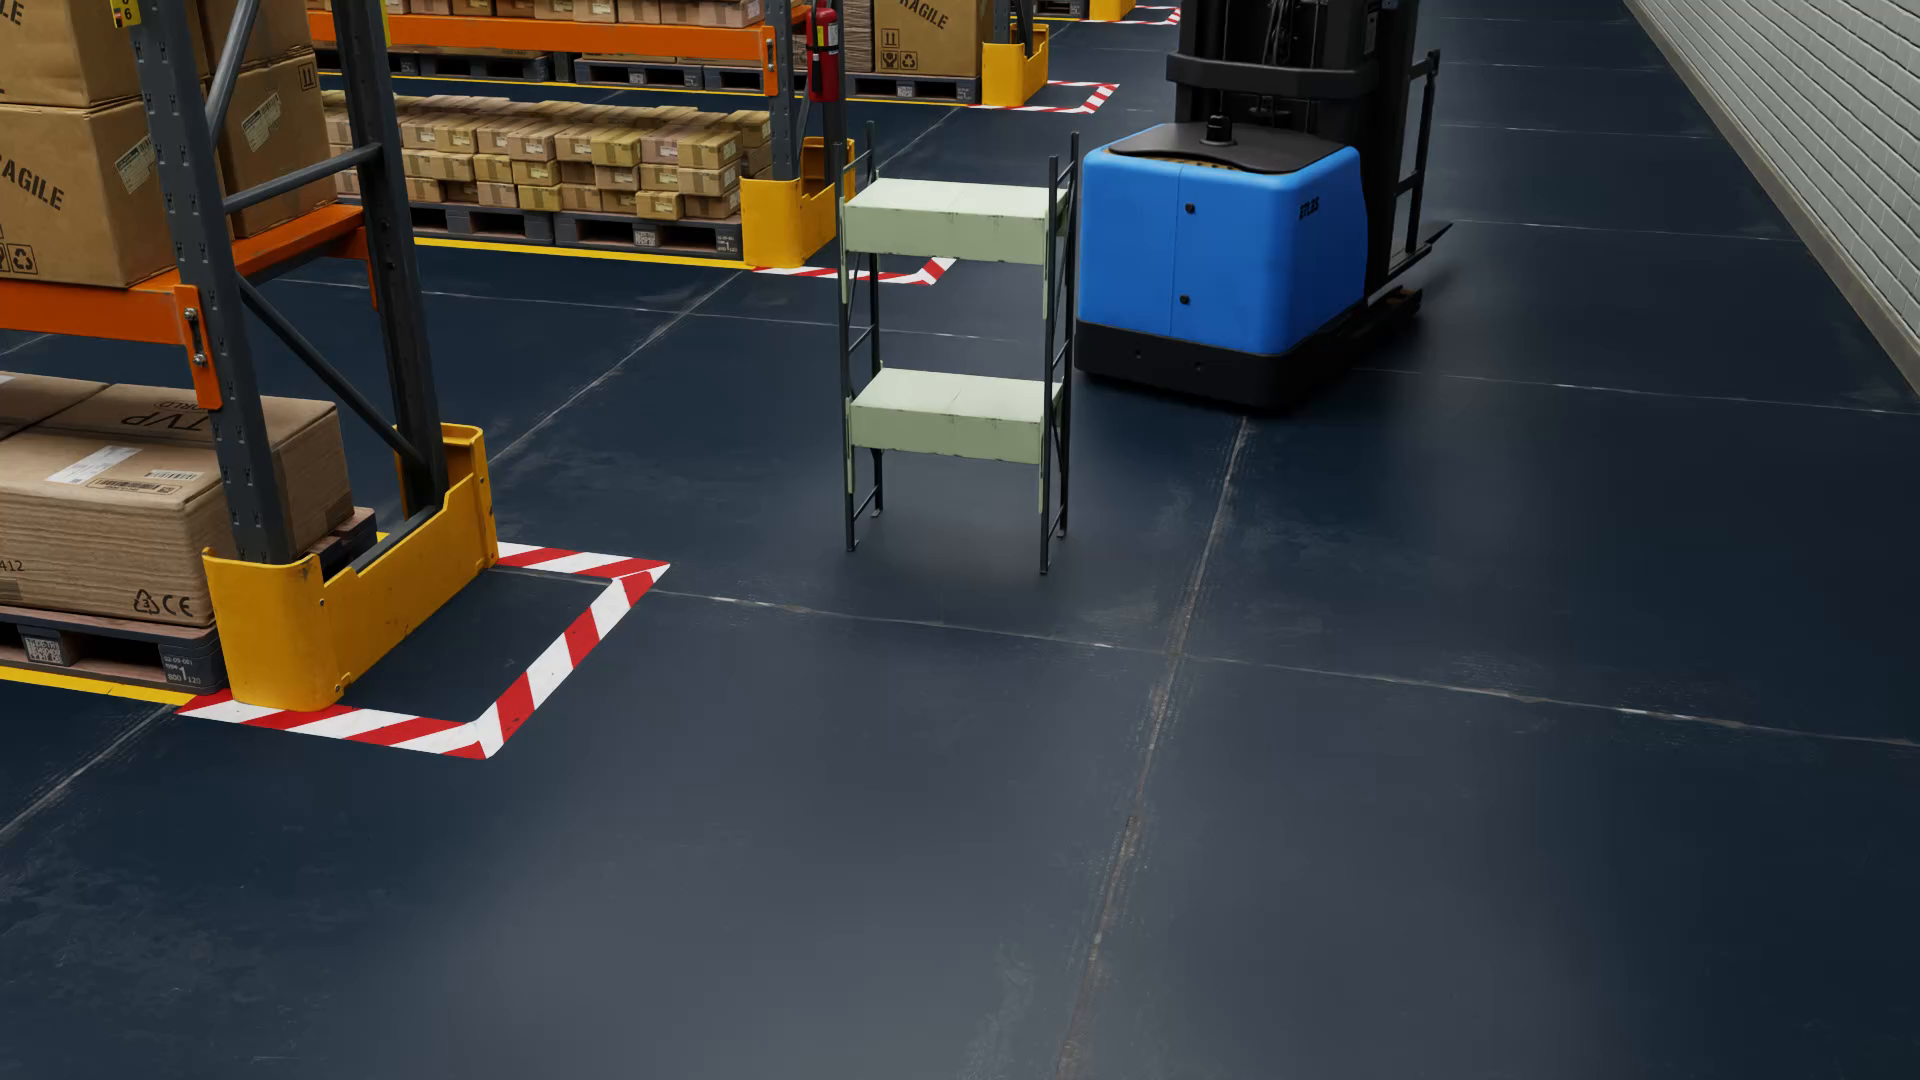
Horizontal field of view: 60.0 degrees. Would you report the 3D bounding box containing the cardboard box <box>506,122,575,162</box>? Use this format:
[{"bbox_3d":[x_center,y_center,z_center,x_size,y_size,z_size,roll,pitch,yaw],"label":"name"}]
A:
[{"bbox_3d":[-2.473,-2.359,9.851,0.250,0.149,0.380,7,26,15],"label":"cardboard box"}]

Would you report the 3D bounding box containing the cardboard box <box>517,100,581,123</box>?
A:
[{"bbox_3d":[-2.579,-2.653,10.468,0.250,0.149,0.380,7,26,14],"label":"cardboard box"}]

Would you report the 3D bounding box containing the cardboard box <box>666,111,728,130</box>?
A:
[{"bbox_3d":[-1.597,-2.499,10.146,0.250,0.149,0.380,7,26,14],"label":"cardboard box"}]

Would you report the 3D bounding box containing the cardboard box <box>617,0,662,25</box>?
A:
[{"bbox_3d":[-1.741,-3.018,9.392,0.250,0.149,0.380,6,26,12],"label":"cardboard box"}]

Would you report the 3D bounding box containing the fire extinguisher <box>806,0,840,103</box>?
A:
[{"bbox_3d":[-0.748,-2.729,9.016,0.183,0.674,0.296,6,26,13],"label":"fire extinguisher"}]

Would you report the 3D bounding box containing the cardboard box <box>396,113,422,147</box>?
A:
[{"bbox_3d":[-3.475,-2.487,10.120,0.250,0.149,0.380,7,26,14],"label":"cardboard box"}]

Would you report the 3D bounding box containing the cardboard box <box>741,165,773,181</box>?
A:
[{"bbox_3d":[-1.304,-2.243,10.300,0.250,0.149,0.380,7,26,14],"label":"cardboard box"}]

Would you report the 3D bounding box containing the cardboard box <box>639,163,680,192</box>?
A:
[{"bbox_3d":[-1.699,-2.176,9.813,0.250,0.149,0.380,6,26,12],"label":"cardboard box"}]

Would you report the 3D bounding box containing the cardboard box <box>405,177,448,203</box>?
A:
[{"bbox_3d":[-3.211,-2.187,10.183,0.250,0.149,0.380,6,26,12],"label":"cardboard box"}]

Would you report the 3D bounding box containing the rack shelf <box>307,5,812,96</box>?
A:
[{"bbox_3d":[-2.814,-3.041,9.984,4.000,0.370,1.077,6,26,13],"label":"rack shelf"}]

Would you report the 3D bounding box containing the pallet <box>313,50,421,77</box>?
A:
[{"bbox_3d":[-5.369,-4.556,15.573,1.213,0.211,1.003,6,26,13],"label":"pallet"}]

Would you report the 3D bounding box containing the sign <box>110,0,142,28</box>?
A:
[{"bbox_3d":[-2.160,-1.485,4.257,0.005,0.325,0.100,6,26,13],"label":"sign"}]

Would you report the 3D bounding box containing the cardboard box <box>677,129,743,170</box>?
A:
[{"bbox_3d":[-1.453,-2.274,9.672,0.250,0.149,0.380,7,26,14],"label":"cardboard box"}]

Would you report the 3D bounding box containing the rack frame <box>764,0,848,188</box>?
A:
[{"bbox_3d":[-0.877,-3.151,9.380,0.127,3.000,1.000,6,26,13],"label":"rack frame"}]

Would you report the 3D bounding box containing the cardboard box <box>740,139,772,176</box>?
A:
[{"bbox_3d":[-1.320,-2.351,10.181,0.250,0.149,0.380,7,26,15],"label":"cardboard box"}]

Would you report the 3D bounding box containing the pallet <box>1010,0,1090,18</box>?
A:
[{"bbox_3d":[0.901,-6.113,18.844,1.213,0.211,1.003,6,26,13],"label":"pallet"}]

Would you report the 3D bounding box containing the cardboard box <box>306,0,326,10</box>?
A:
[{"bbox_3d":[-3.756,-3.265,9.910,0.250,0.149,0.380,5,26,11],"label":"cardboard box"}]

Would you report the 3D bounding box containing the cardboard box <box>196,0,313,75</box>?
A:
[{"bbox_3d":[-2.406,-1.746,5.149,0.500,0.500,0.500,6,26,12],"label":"cardboard box"}]

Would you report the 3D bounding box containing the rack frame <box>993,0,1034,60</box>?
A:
[{"bbox_3d":[0.456,-5.205,13.694,0.127,3.000,1.000,6,26,13],"label":"rack frame"}]

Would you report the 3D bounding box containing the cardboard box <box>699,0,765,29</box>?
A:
[{"bbox_3d":[-1.263,-2.955,9.260,0.250,0.149,0.380,6,26,13],"label":"cardboard box"}]

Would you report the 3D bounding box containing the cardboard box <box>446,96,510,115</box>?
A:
[{"bbox_3d":[-3.060,-2.712,10.593,0.250,0.149,0.380,5,26,11],"label":"cardboard box"}]

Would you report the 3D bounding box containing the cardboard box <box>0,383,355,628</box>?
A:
[{"bbox_3d":[-2.676,-0.142,5.550,0.875,0.438,0.875,5,26,11],"label":"cardboard box"}]

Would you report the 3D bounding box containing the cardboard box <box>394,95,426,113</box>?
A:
[{"bbox_3d":[-3.609,-2.726,10.623,0.250,0.149,0.380,7,26,15],"label":"cardboard box"}]

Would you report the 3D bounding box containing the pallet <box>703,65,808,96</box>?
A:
[{"bbox_3d":[-1.515,-4.131,14.681,1.213,0.211,1.003,6,26,13],"label":"pallet"}]

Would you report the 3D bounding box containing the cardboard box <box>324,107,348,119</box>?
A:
[{"bbox_3d":[-3.959,-2.567,10.288,0.250,0.149,0.380,6,26,12],"label":"cardboard box"}]

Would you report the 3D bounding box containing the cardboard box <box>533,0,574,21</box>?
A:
[{"bbox_3d":[-2.242,-3.076,9.514,0.250,0.149,0.380,5,26,11],"label":"cardboard box"}]

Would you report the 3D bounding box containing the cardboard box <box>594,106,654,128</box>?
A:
[{"bbox_3d":[-2.069,-2.572,10.298,0.250,0.149,0.380,5,26,10],"label":"cardboard box"}]

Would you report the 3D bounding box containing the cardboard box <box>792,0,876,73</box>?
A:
[{"bbox_3d":[-1.065,-4.568,14.339,0.875,0.875,0.875,6,26,13],"label":"cardboard box"}]

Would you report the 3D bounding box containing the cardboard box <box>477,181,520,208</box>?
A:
[{"bbox_3d":[-2.712,-2.133,10.068,0.250,0.149,0.380,7,26,14],"label":"cardboard box"}]

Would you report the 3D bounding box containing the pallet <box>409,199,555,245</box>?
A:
[{"bbox_3d":[-2.906,-2.134,10.486,1.213,0.211,1.003,6,26,13],"label":"pallet"}]

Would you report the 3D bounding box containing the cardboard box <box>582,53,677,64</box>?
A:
[{"bbox_3d":[-2.798,-4.760,14.742,0.875,0.875,0.875,6,26,13],"label":"cardboard box"}]

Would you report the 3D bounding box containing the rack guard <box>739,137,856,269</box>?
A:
[{"bbox_3d":[-0.950,-2.031,9.934,0.348,0.500,1.175,6,26,13],"label":"rack guard"}]

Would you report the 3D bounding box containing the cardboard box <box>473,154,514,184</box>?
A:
[{"bbox_3d":[-2.711,-2.266,10.002,0.250,0.149,0.380,8,27,16],"label":"cardboard box"}]

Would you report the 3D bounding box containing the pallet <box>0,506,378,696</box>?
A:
[{"bbox_3d":[-2.806,0.126,5.739,1.213,0.211,1.003,6,26,13],"label":"pallet"}]

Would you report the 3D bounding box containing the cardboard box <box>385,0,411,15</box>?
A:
[{"bbox_3d":[-3.270,-3.179,9.730,0.250,0.149,0.380,7,26,15],"label":"cardboard box"}]

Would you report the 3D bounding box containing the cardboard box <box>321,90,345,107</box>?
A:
[{"bbox_3d":[-4.084,-2.810,10.799,0.250,0.149,0.380,7,26,14],"label":"cardboard box"}]

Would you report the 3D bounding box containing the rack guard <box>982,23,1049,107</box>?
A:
[{"bbox_3d":[0.480,-4.074,14.226,0.348,0.500,1.175,6,26,13],"label":"rack guard"}]

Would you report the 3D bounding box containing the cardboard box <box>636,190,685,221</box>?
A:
[{"bbox_3d":[-1.713,-2.009,9.808,0.250,0.149,0.380,7,26,15],"label":"cardboard box"}]

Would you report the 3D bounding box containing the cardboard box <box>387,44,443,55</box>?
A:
[{"bbox_3d":[-4.908,-5.019,15.287,0.875,0.875,1.225,5,26,11],"label":"cardboard box"}]

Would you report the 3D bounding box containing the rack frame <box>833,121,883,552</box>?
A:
[{"bbox_3d":[-0.361,-0.717,6.011,0.023,1.500,0.400,6,26,13],"label":"rack frame"}]

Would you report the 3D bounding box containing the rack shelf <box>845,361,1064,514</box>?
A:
[{"bbox_3d":[-0.006,-0.384,6.069,0.720,0.370,0.431,6,26,13],"label":"rack shelf"}]

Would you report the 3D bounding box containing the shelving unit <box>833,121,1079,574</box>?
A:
[{"bbox_3d":[-0.006,-0.678,5.929,0.755,1.500,0.431,6,26,13],"label":"shelving unit"}]

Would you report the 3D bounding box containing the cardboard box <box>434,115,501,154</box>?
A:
[{"bbox_3d":[-2.962,-2.450,10.042,0.250,0.149,0.380,6,26,13],"label":"cardboard box"}]

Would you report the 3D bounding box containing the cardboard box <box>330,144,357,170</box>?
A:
[{"bbox_3d":[-3.706,-2.413,10.312,0.250,0.149,0.380,5,26,10],"label":"cardboard box"}]

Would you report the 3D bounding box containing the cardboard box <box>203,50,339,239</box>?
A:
[{"bbox_3d":[-2.405,-1.296,5.366,0.500,0.500,0.500,6,26,13],"label":"cardboard box"}]

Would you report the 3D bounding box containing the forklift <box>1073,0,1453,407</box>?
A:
[{"bbox_3d":[1.747,-2.492,8.075,1.130,2.935,3.031,15,29,29],"label":"forklift"}]

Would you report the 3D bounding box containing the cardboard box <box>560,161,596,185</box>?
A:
[{"bbox_3d":[-2.197,-2.252,9.973,0.250,0.149,0.380,6,26,12],"label":"cardboard box"}]

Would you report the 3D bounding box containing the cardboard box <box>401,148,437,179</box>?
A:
[{"bbox_3d":[-3.217,-2.321,10.117,0.250,0.149,0.380,6,26,13],"label":"cardboard box"}]

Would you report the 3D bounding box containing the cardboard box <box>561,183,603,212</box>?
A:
[{"bbox_3d":[-2.190,-2.094,9.987,0.250,0.149,0.380,7,26,14],"label":"cardboard box"}]

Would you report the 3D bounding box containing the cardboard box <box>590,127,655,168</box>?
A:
[{"bbox_3d":[-1.964,-2.299,9.726,0.250,0.149,0.380,6,26,12],"label":"cardboard box"}]

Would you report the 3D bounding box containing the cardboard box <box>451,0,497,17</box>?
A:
[{"bbox_3d":[-2.750,-3.151,9.672,0.250,0.149,0.380,7,26,14],"label":"cardboard box"}]
